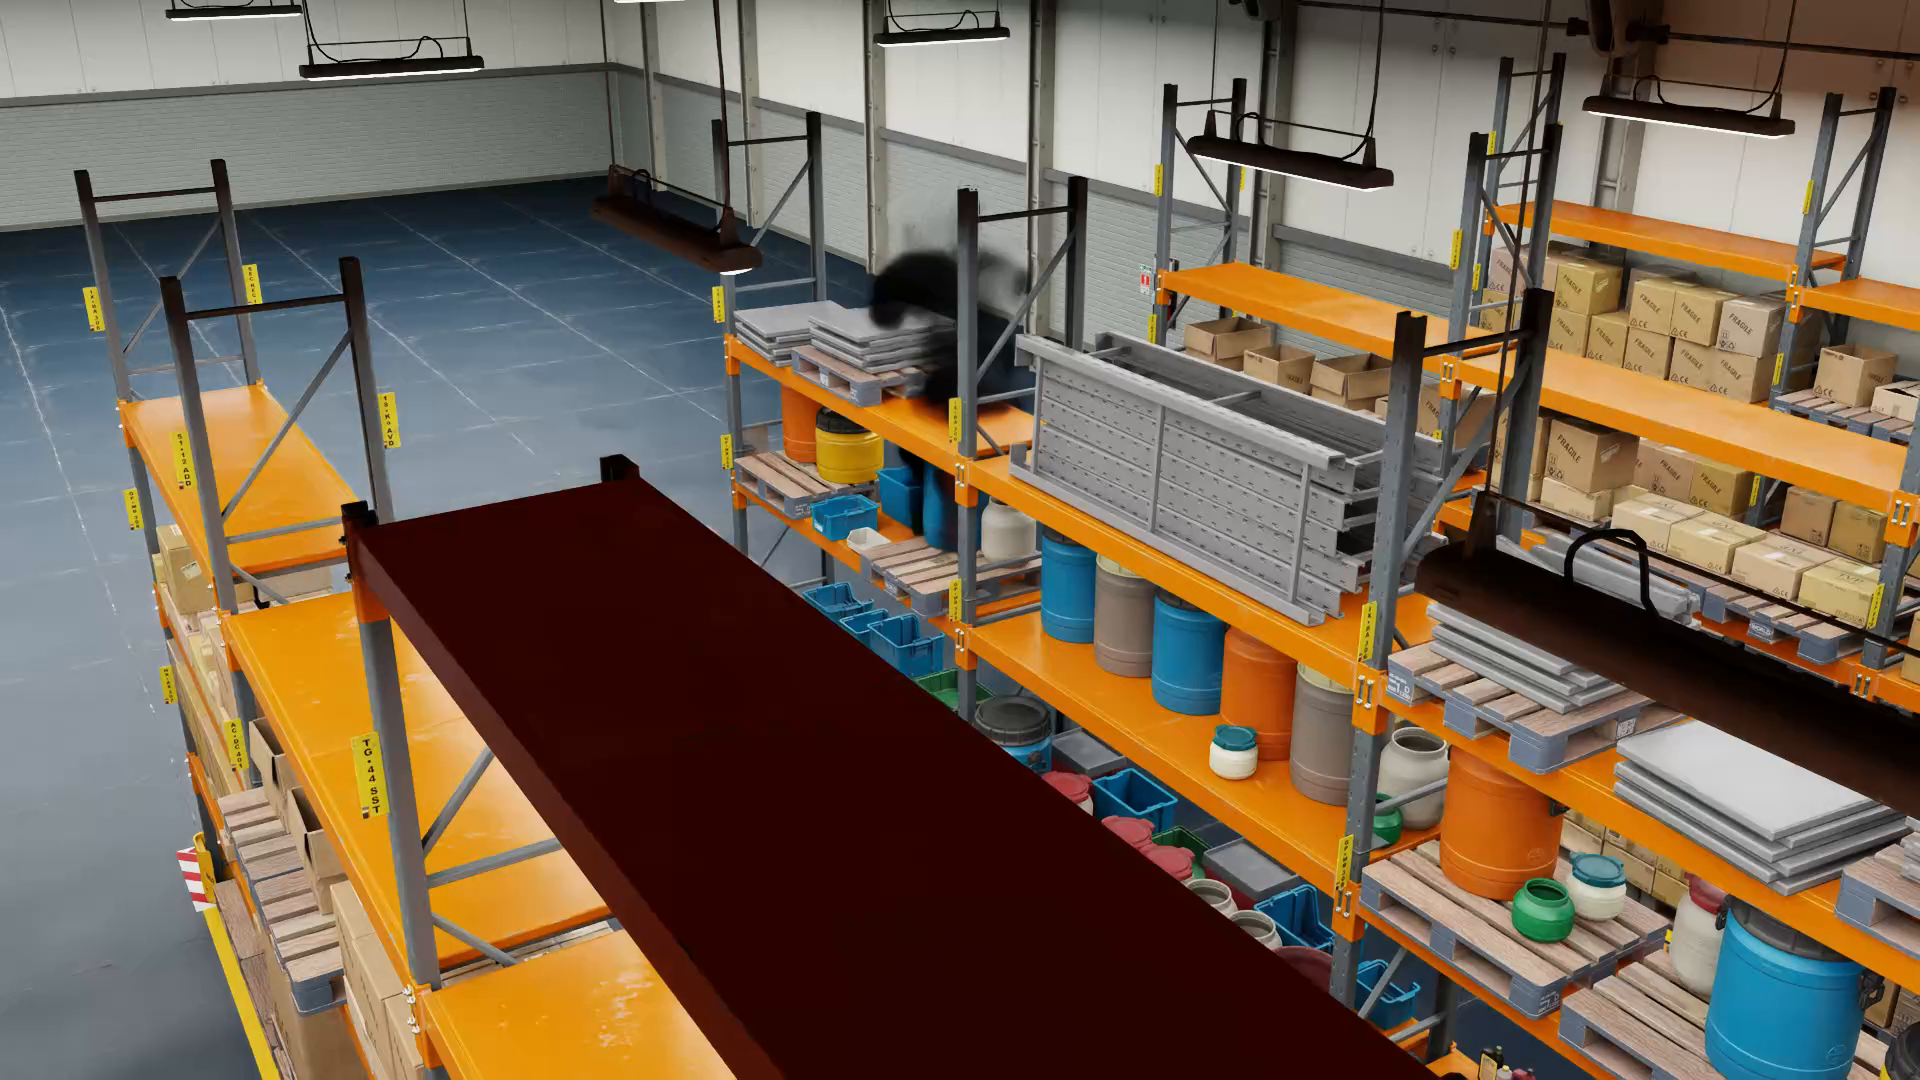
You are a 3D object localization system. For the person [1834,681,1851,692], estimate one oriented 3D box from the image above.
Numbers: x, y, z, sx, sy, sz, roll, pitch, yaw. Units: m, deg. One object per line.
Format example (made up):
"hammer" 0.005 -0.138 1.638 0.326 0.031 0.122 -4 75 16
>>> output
"person" 7.580 1.960 14.275 0.564 1.656 0.933 -16 27 -35
